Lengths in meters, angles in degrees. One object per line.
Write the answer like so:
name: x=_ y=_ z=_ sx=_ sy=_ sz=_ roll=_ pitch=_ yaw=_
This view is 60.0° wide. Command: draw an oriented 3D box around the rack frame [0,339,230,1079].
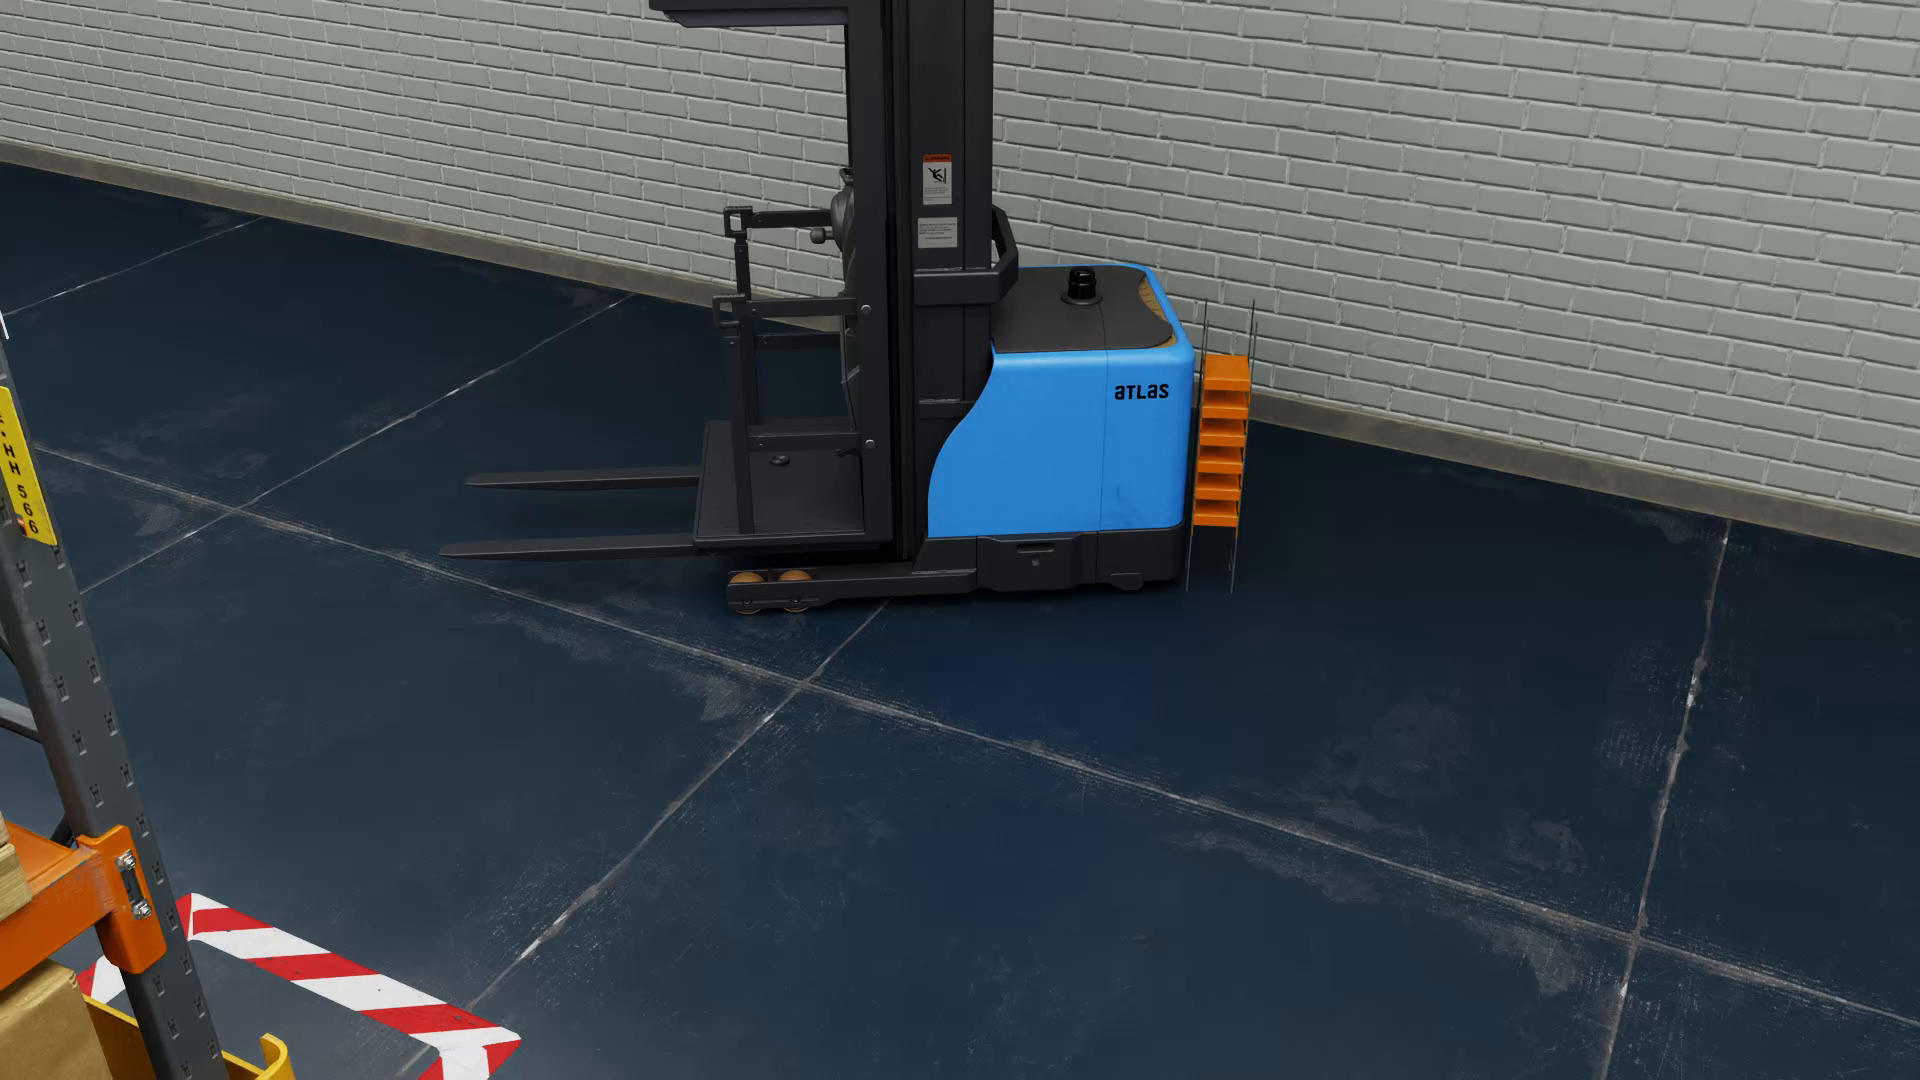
rack frame: x=-2.229 y=0.335 z=3.655 sx=1.000 sy=3.000 sz=0.127 roll=14 pitch=33 yaw=23

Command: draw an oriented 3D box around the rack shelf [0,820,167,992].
rack shelf: x=-3.140 y=1.533 z=2.291 sx=1.077 sy=0.370 sz=4.000 roll=14 pitch=33 yaw=23

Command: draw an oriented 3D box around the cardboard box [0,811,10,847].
cardboard box: x=-2.214 y=0.546 z=3.140 sx=0.500 sy=0.250 sz=0.500 roll=14 pitch=33 yaw=23

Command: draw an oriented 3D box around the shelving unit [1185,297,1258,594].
shelving unit: x=1.041 y=-0.363 z=6.677 sx=0.189 sy=1.200 sz=0.258 roll=3 pitch=30 yaw=5

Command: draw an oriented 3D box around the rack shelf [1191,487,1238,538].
rack shelf: x=1.041 y=-0.116 z=6.819 sx=0.180 sy=0.103 sz=0.258 roll=3 pitch=30 yaw=5

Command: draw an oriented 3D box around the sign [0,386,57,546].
sign: x=-1.753 y=-0.141 z=3.083 sx=0.100 sy=0.325 sz=0.005 roll=14 pitch=33 yaw=23

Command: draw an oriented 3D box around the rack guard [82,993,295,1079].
rack guard: x=-2.218 y=1.408 z=4.296 sx=1.175 sy=0.500 sz=0.348 roll=14 pitch=33 yaw=23

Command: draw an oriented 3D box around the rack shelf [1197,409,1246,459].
rack shelf: x=1.041 y=-0.428 z=6.640 sx=0.180 sy=0.103 sz=0.258 roll=3 pitch=30 yaw=5

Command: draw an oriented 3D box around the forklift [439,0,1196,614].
forklift: x=-0.620 y=-1.246 z=6.476 sx=3.031 sy=2.935 sz=1.130 roll=-2 pitch=30 yaw=-4

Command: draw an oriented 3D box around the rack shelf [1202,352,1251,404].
rack shelf: x=1.041 y=-0.637 z=6.520 sx=0.180 sy=0.103 sz=0.258 roll=3 pitch=30 yaw=5

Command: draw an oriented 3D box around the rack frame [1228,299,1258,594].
rack frame: x=1.132 y=-0.358 z=6.669 sx=0.006 sy=1.200 sz=0.240 roll=3 pitch=30 yaw=5

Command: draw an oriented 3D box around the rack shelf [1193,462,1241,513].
rack shelf: x=1.041 y=-0.220 z=6.759 sx=0.180 sy=0.103 sz=0.258 roll=3 pitch=30 yaw=5

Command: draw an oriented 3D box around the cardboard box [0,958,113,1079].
cardboard box: x=-2.450 y=1.376 z=3.554 sx=0.875 sy=0.875 sz=0.875 roll=14 pitch=33 yaw=23

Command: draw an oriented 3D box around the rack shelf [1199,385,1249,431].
rack shelf: x=1.041 y=-0.533 z=6.580 sx=0.180 sy=0.103 sz=0.258 roll=3 pitch=30 yaw=5

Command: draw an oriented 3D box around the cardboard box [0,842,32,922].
cardboard box: x=-2.098 y=0.676 z=3.313 sx=0.380 sy=0.149 sz=0.250 roll=15 pitch=33 yaw=24

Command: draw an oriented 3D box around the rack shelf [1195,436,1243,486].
rack shelf: x=1.041 y=-0.324 z=6.699 sx=0.180 sy=0.103 sz=0.258 roll=3 pitch=30 yaw=5

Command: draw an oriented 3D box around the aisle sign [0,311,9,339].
aisle sign: x=-1.929 y=-0.757 z=2.945 sx=0.394 sy=0.787 sz=0.004 roll=14 pitch=33 yaw=23

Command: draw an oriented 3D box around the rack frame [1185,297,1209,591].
rack frame: x=0.950 y=-0.367 z=6.685 sx=0.006 sy=1.200 sz=0.240 roll=3 pitch=30 yaw=5
